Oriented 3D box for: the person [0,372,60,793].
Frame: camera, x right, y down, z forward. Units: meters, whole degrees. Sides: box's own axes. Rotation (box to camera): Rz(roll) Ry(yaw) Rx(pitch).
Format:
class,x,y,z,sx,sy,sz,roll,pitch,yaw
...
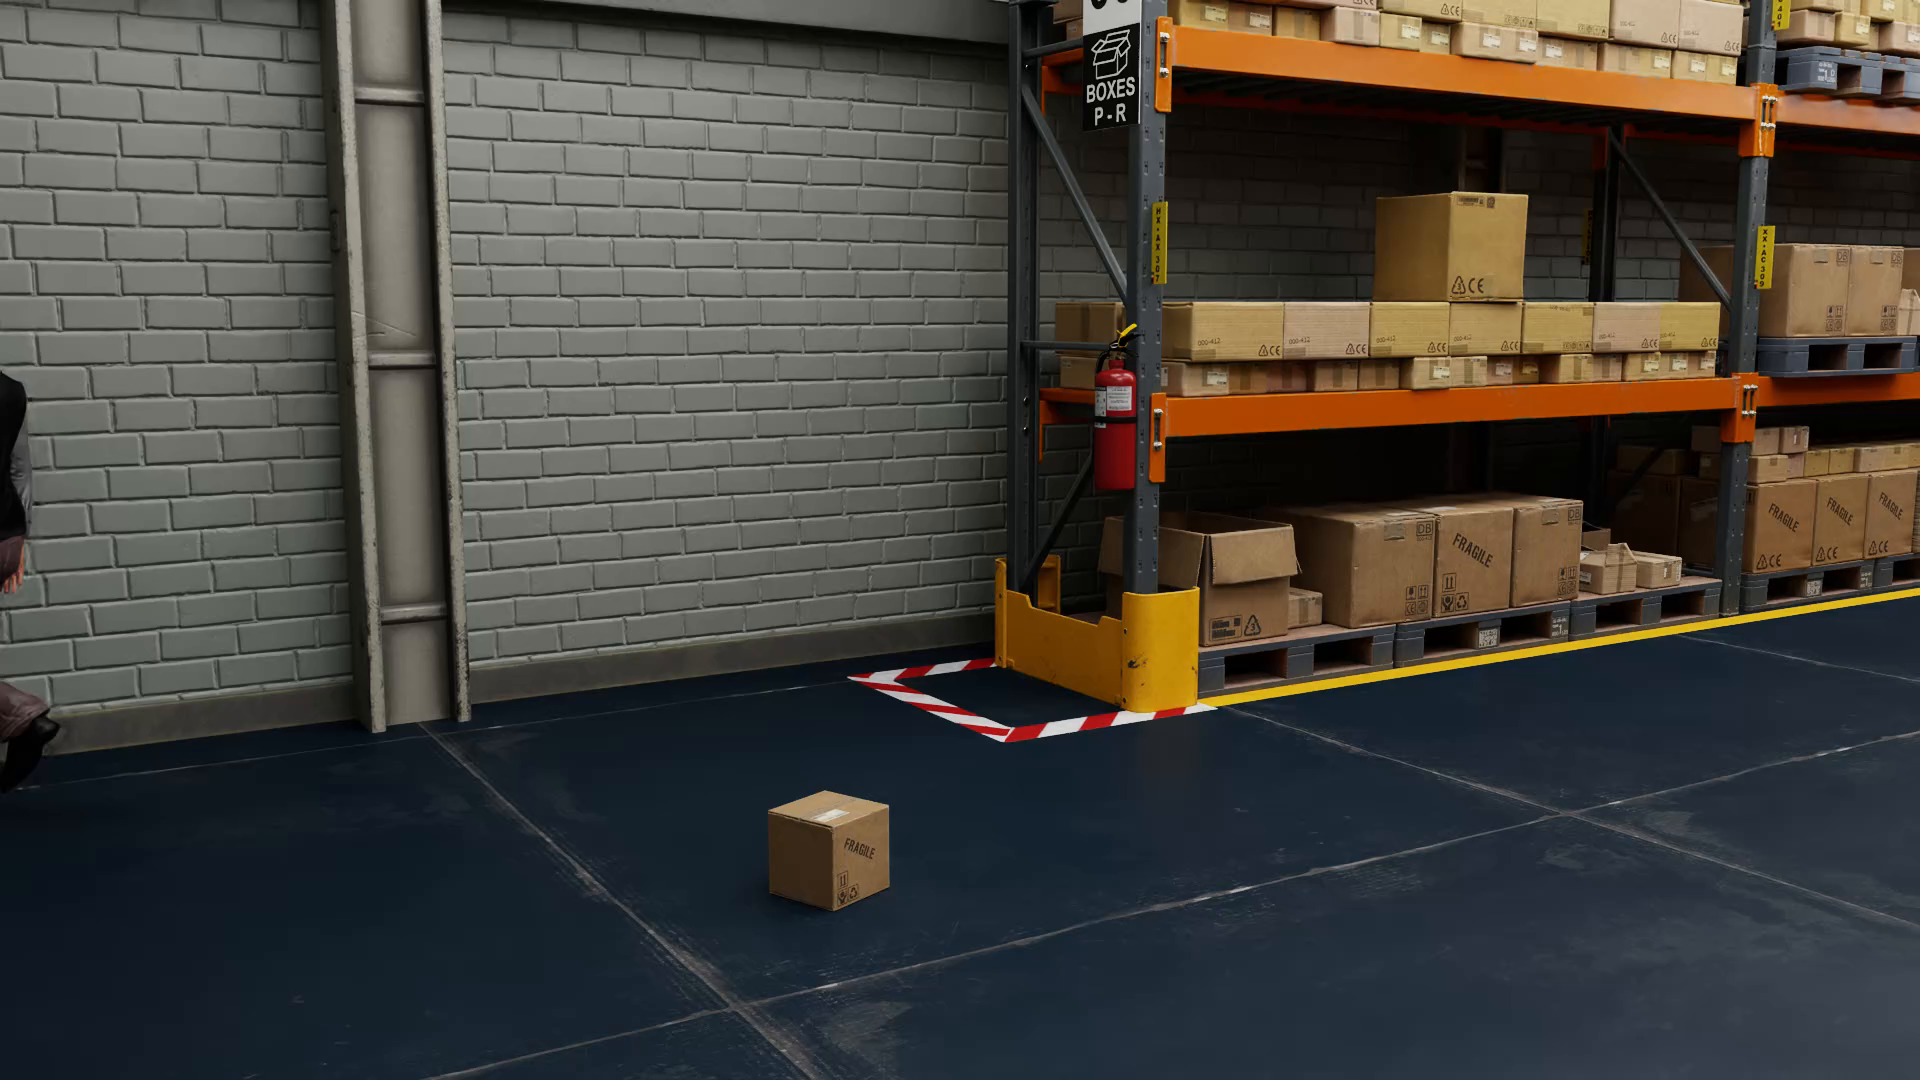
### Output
class,x,y,z,sx,sy,sz,roll,pitch,yaw
person,-3.336,0.036,5.580,0.722,1.703,0.536,1,8,8
